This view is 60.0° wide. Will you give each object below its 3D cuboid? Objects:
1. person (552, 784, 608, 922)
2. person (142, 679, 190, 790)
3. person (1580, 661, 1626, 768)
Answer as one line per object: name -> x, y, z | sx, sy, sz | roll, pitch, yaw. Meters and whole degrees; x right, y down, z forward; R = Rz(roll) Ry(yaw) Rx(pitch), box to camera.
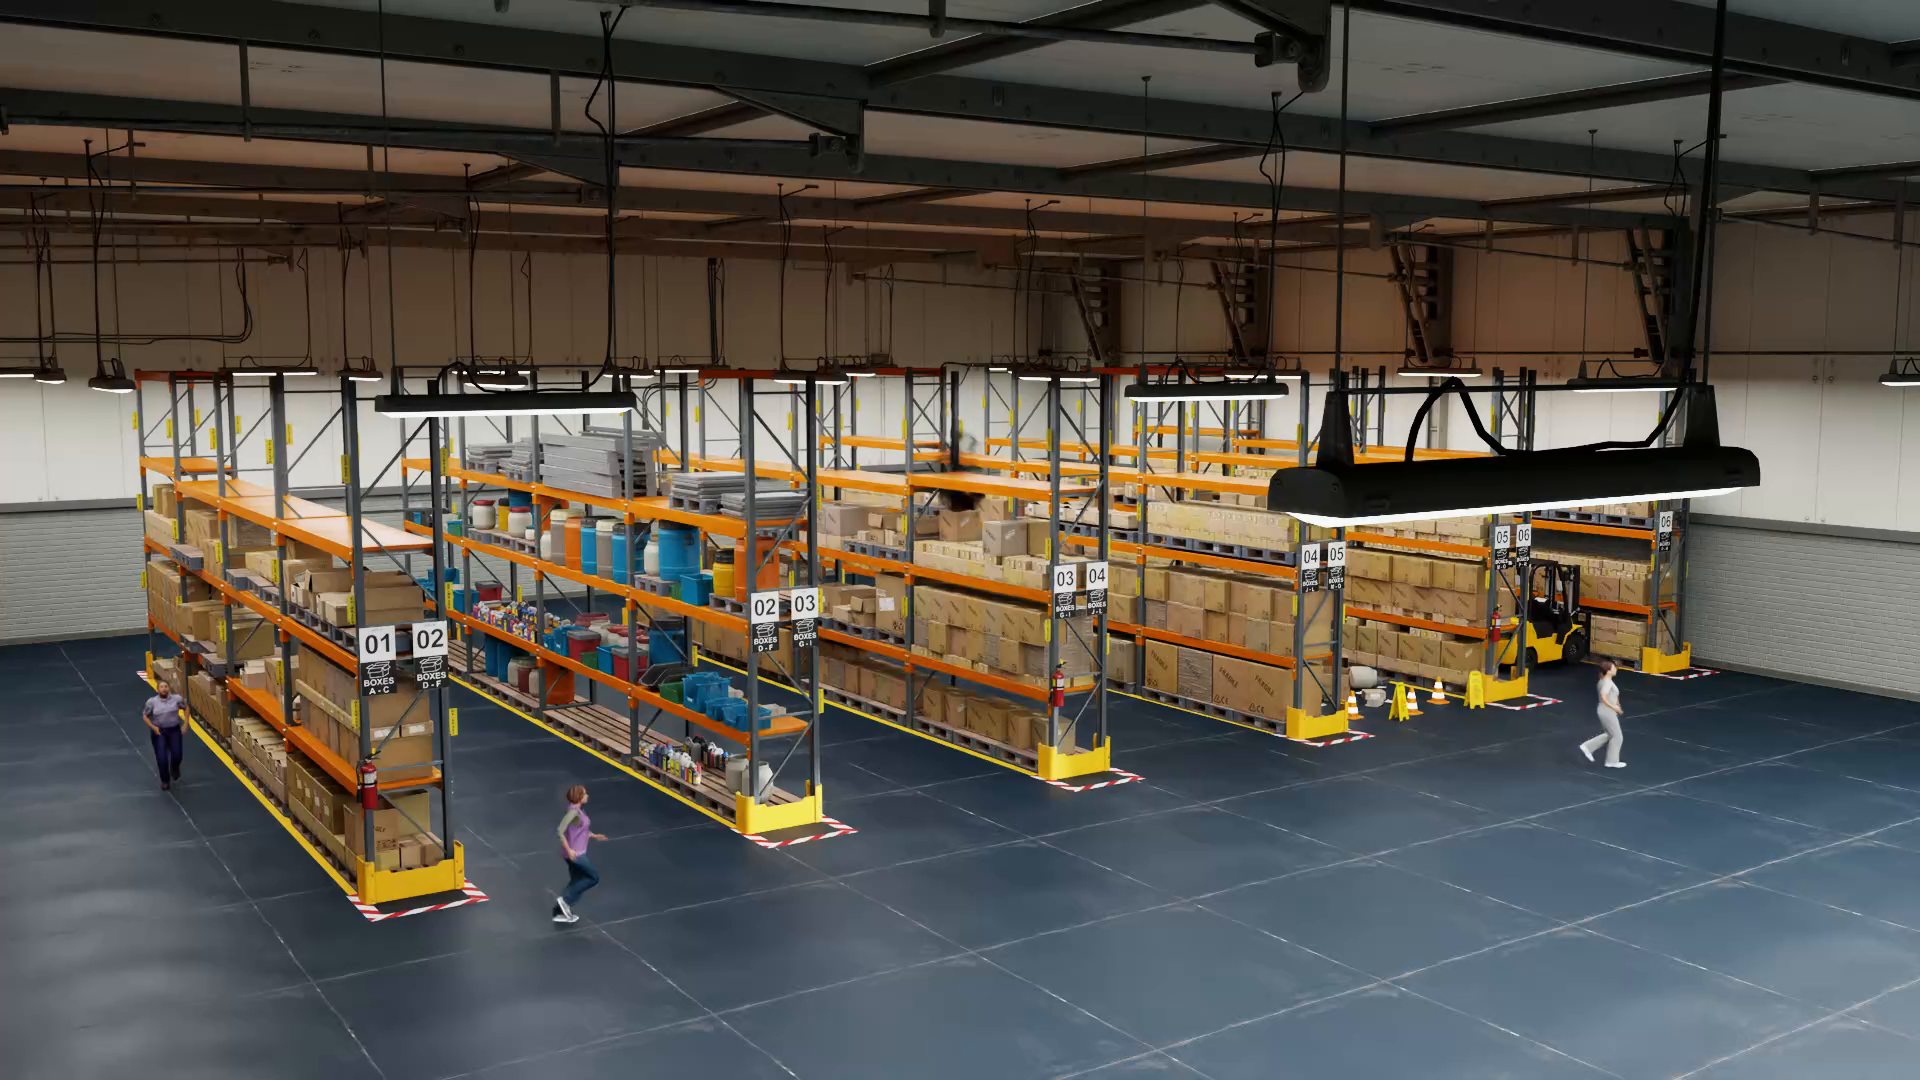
person -> -4.227, 3.477, 18.449 | 0.626, 1.554, 0.516 | -1, 7, -11
person -> -11.529, 2.816, 24.191 | 0.640, 1.606, 0.571 | -4, 8, -31
person -> 9.850, 2.654, 25.395 | 0.676, 1.639, 0.591 | 1, 7, 12
